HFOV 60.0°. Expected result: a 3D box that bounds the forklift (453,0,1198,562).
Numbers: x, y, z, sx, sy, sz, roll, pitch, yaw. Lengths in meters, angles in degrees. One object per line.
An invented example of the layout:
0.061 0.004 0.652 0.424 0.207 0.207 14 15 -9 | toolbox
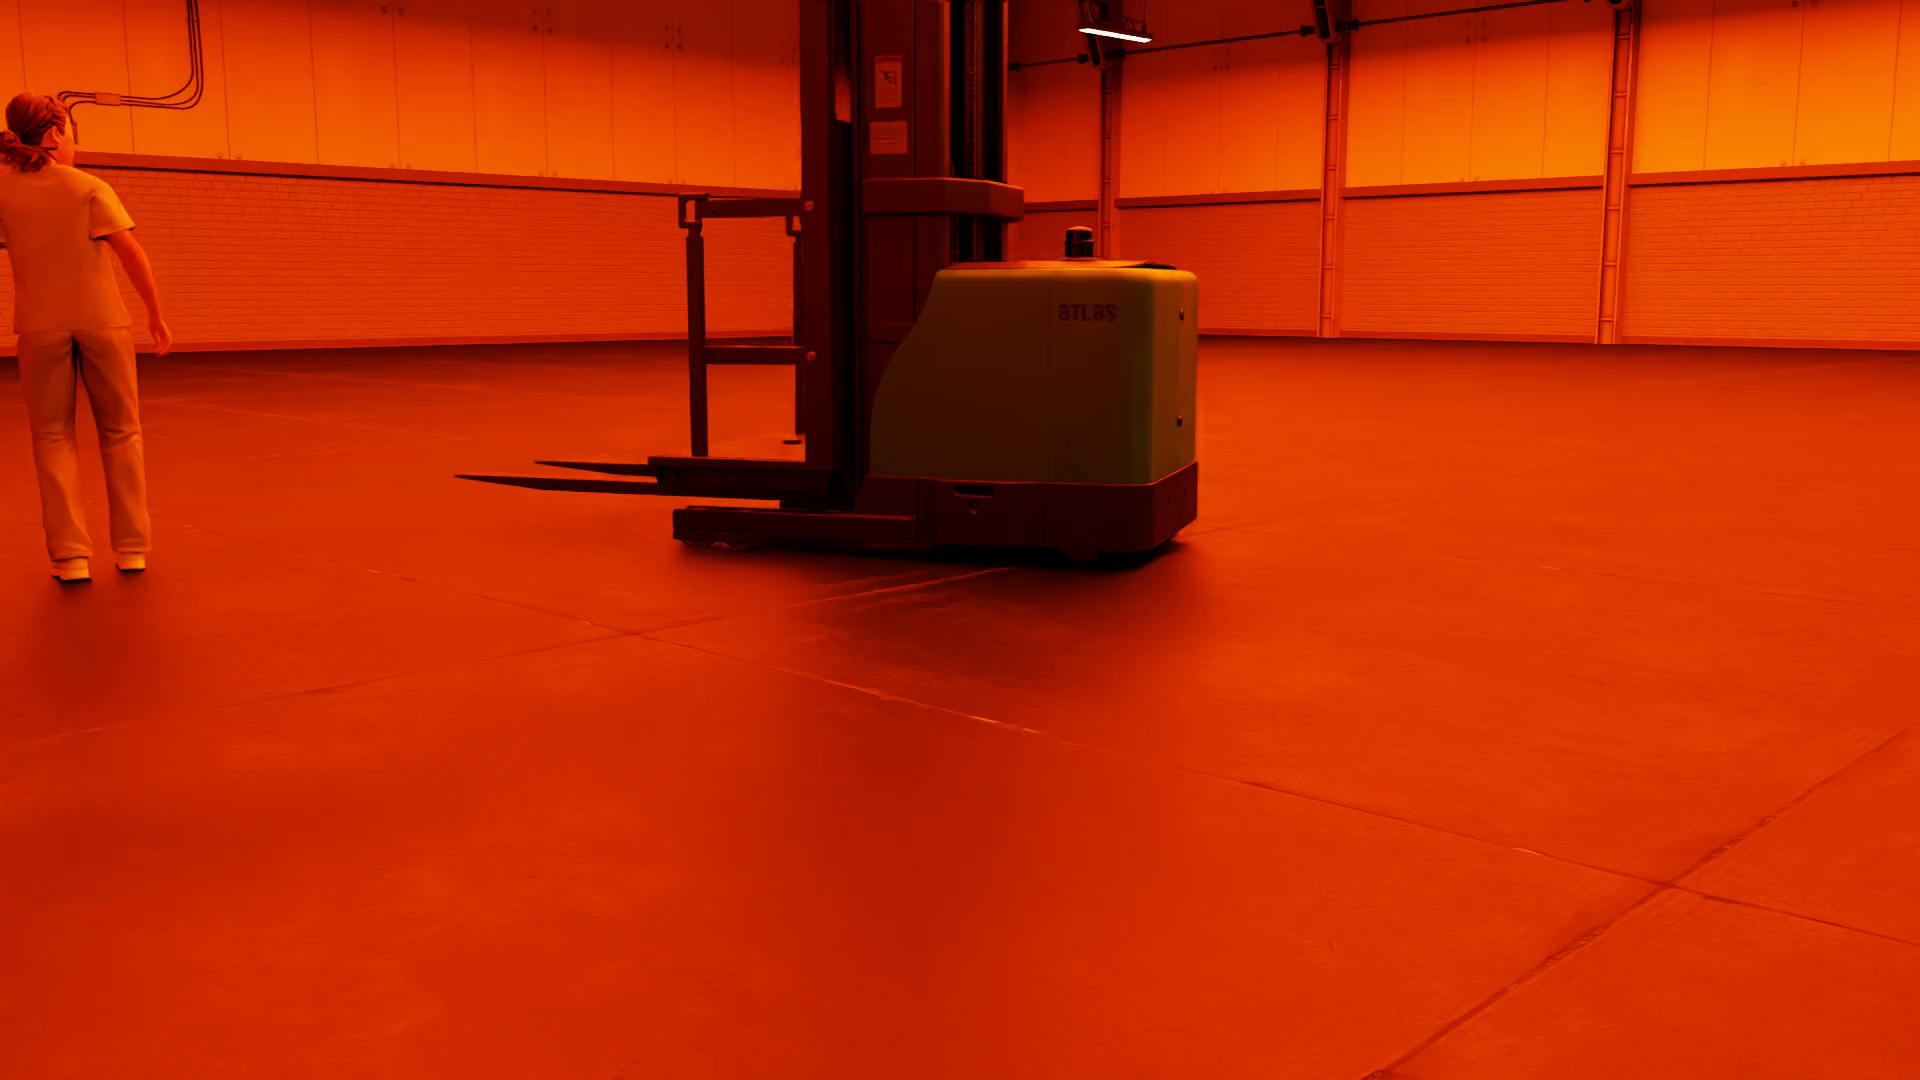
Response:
-0.603 -1.476 6.678 3.031 2.935 1.130 3 9 18 | forklift

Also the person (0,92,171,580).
-3.111 -0.708 5.837 0.621 1.664 0.457 -4 9 -24 | person
